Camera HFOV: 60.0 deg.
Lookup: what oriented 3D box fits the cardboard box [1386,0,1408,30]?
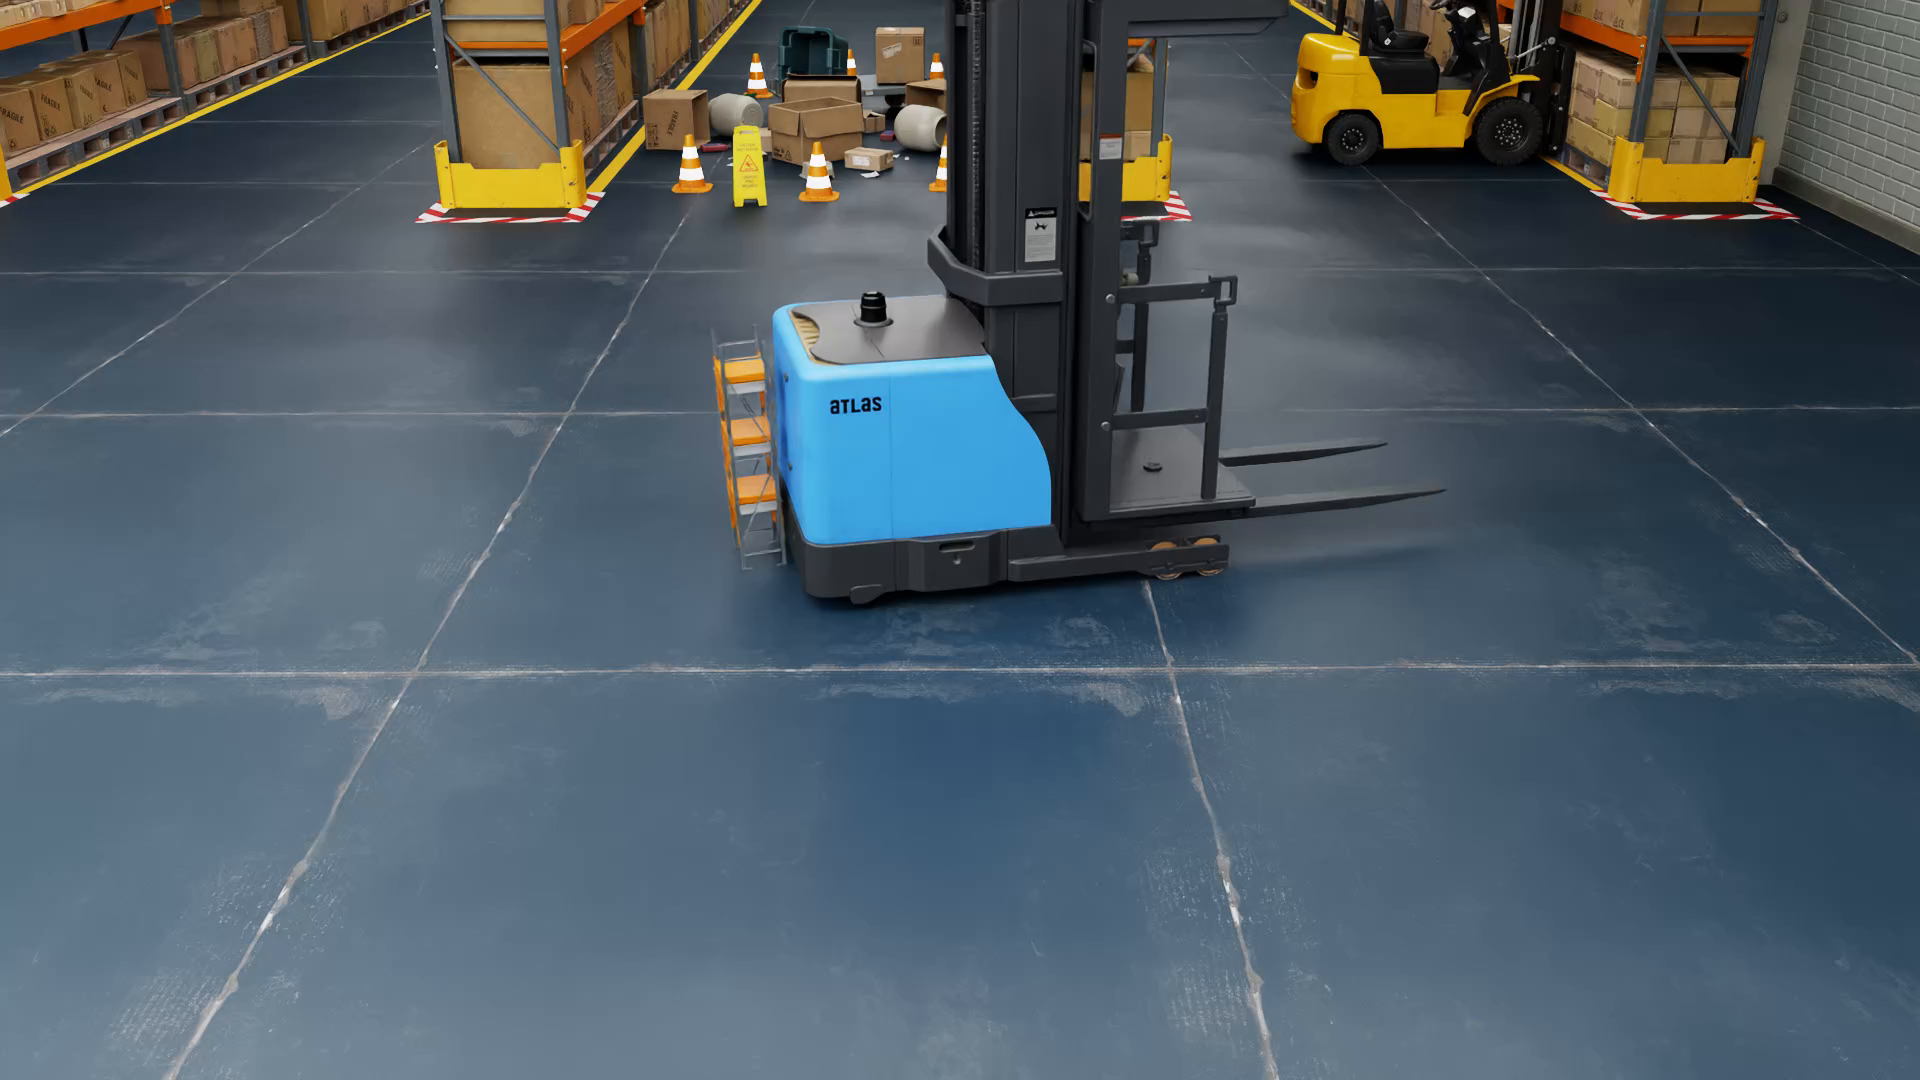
[{"bbox_3d":[5.852,-6.824,21.721,0.500,0.500,0.500,0,24,1],"label":"cardboard box"}]

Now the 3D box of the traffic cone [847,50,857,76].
[{"bbox_3d":[-1.264,-5.390,19.105,0.336,0.463,0.334,0,24,-1],"label":"traffic cone"}]

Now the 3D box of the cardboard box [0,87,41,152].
[{"bbox_3d":[-8.744,-3.789,15.012,0.500,0.500,0.500,6,25,13],"label":"cardboard box"}]

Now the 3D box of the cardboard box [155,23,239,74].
[{"bbox_3d":[-8.735,-5.623,19.042,0.700,0.500,0.500,-2,24,-5],"label":"cardboard box"}]

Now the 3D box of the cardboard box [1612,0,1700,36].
[{"bbox_3d":[5.891,-4.549,14.046,0.500,0.500,0.500,-1,24,-2],"label":"cardboard box"}]

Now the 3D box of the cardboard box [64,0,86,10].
[{"bbox_3d":[-8.459,-5.061,15.606,0.380,0.149,0.250,0,24,-1],"label":"cardboard box"}]

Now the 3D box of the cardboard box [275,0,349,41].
[{"bbox_3d":[-8.788,-7.037,21.739,1.225,0.875,0.875,-1,24,-3],"label":"cardboard box"}]

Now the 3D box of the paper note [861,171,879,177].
[{"bbox_3d":[-0.805,-3.305,15.021,0.148,0.019,0.142,-9,26,-19],"label":"paper note"}]

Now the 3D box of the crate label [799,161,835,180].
[{"bbox_3d":[-1.276,-3.323,14.932,0.250,0.136,0.298,-14,28,-28],"label":"crate label"}]

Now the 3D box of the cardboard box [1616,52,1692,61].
[{"bbox_3d":[6.339,-4.306,15.246,0.500,0.250,0.500,0,24,-1],"label":"cardboard box"}]

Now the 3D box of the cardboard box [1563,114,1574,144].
[{"bbox_3d":[5.846,-3.843,15.435,0.500,0.250,0.500,0,24,0],"label":"cardboard box"}]

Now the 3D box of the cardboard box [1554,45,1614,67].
[{"bbox_3d":[5.817,-4.511,15.698,0.500,0.250,0.500,-1,24,-2],"label":"cardboard box"}]

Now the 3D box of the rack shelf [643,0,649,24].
[{"bbox_3d":[-3.818,-6.358,19.042,1.077,0.370,4.000,0,24,-1],"label":"rack shelf"}]

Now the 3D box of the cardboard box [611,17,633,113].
[{"bbox_3d":[-3.860,-4.826,16.849,0.875,0.875,0.875,0,24,0],"label":"cardboard box"}]

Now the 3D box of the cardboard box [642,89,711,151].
[{"bbox_3d":[-2.753,-4.089,16.182,0.500,0.500,0.500,4,25,9],"label":"cardboard box"}]

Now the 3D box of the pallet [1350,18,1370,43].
[{"bbox_3d":[6.091,-7.137,23.274,1.003,0.211,1.213,0,24,-1],"label":"pallet"}]

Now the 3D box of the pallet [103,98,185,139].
[{"bbox_3d":[-8.715,-4.334,17.077,1.003,0.211,1.213,0,24,-1],"label":"pallet"}]

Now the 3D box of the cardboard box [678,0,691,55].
[{"bbox_3d":[-3.923,-6.425,20.537,1.050,0.750,0.750,-1,24,-1],"label":"cardboard box"}]

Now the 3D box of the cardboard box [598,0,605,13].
[{"bbox_3d":[-3.758,-5.111,15.228,0.875,0.550,0.500,0,24,-1],"label":"cardboard box"}]

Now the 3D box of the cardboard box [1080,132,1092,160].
[{"bbox_3d":[0.918,-3.558,14.804,0.500,0.250,0.500,0,24,-1],"label":"cardboard box"}]

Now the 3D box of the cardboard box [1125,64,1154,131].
[{"bbox_3d":[1.463,-3.901,14.653,0.500,0.500,0.500,-1,24,-2],"label":"cardboard box"}]

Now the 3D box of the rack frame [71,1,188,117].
[{"bbox_3d":[-8.757,-5.881,17.114,1.000,3.000,0.127,0,24,-1],"label":"rack frame"}]

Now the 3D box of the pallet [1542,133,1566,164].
[{"bbox_3d":[6.099,-3.847,16.000,1.003,0.211,1.213,0,24,-1],"label":"pallet"}]

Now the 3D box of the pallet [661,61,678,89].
[{"bbox_3d":[-3.896,-5.413,19.462,1.003,0.211,1.213,0,24,-1],"label":"pallet"}]

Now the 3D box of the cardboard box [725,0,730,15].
[{"bbox_3d":[-3.624,-7.907,24.117,0.500,0.500,0.500,-1,24,-2],"label":"cardboard box"}]

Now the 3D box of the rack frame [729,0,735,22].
[{"bbox_3d":[-3.884,-9.159,24.360,1.000,3.000,0.127,0,24,-1],"label":"rack frame"}]

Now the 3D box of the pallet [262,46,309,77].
[{"bbox_3d":[-8.794,-5.937,20.621,1.003,0.211,1.213,0,24,-1],"label":"pallet"}]

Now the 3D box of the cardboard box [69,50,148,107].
[{"bbox_3d":[-8.793,-4.769,17.178,0.500,0.500,0.500,-1,24,-2],"label":"cardboard box"}]

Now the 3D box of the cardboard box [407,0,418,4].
[{"bbox_3d":[-8.772,-8.673,25.356,0.875,0.875,0.875,0,24,-1],"label":"cardboard box"}]

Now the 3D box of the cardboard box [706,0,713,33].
[{"bbox_3d":[-3.602,-7.062,22.249,0.500,0.500,0.500,0,24,0],"label":"cardboard box"}]

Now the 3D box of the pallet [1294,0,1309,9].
[{"bbox_3d":[6.006,-8.763,26.869,1.003,0.211,1.213,0,24,-1],"label":"pallet"}]

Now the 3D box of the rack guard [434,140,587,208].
[{"bbox_3d":[-3.752,-3.065,13.920,1.175,0.500,0.348,0,24,-1],"label":"rack guard"}]

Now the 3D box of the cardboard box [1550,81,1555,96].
[{"bbox_3d":[5.818,-4.292,15.821,0.500,0.250,0.500,0,24,-1],"label":"cardboard box"}]

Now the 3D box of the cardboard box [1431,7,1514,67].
[{"bbox_3d":[6.088,-5.904,19.535,0.875,0.625,0.625,-1,24,-3],"label":"cardboard box"}]

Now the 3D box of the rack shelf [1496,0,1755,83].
[{"bbox_3d":[6.137,-4.798,15.591,1.077,0.370,4.000,0,24,-1],"label":"rack shelf"}]

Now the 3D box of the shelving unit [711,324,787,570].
[{"bbox_3d":[-0.931,-0.403,7.357,0.215,1.050,0.252,-9,26,-13],"label":"shelving unit"}]

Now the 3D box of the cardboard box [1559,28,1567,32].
[{"bbox_3d":[6.314,-5.142,17.093,0.500,0.250,0.500,0,24,0],"label":"cardboard box"}]

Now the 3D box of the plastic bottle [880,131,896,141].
[{"bbox_3d":[-0.709,-4.047,16.624,0.133,0.061,0.283,4,25,9],"label":"plastic bottle"}]

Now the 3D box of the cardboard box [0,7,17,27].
[{"bbox_3d":[-8.473,-4.546,14.467,0.380,0.149,0.250,0,24,-1],"label":"cardboard box"}]

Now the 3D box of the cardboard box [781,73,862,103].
[{"bbox_3d":[-1.373,-4.300,16.482,0.797,0.637,0.503,0,24,-1],"label":"cardboard box"}]

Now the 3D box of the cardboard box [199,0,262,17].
[{"bbox_3d":[-8.748,-6.438,19.935,0.500,0.250,0.500,2,24,5],"label":"cardboard box"}]

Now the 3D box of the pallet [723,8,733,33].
[{"bbox_3d":[-3.874,-7.567,24.225,1.003,0.211,1.213,0,24,-1],"label":"pallet"}]

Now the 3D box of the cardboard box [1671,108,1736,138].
[{"bbox_3d":[6.362,-3.662,14.428,0.500,0.250,0.500,0,24,0],"label":"cardboard box"}]

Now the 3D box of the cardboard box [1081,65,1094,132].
[{"bbox_3d":[0.926,-3.887,14.621,0.500,0.500,0.500,0,24,0],"label":"cardboard box"}]

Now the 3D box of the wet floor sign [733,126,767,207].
[{"bbox_3d":[-1.773,-3.138,13.905,0.267,0.644,0.232,-4,25,-10],"label":"wet floor sign"}]

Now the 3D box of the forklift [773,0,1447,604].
[{"bbox_3d":[0.718,-1.365,7.211,3.031,2.935,1.130,-5,25,-12],"label":"forklift"}]

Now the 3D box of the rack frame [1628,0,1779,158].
[{"bbox_3d":[6.159,-4.301,13.621,1.000,3.000,0.127,0,24,-1],"label":"rack frame"}]

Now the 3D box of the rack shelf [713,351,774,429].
[{"bbox_3d":[-0.943,-0.651,7.242,0.215,0.259,0.240,-9,26,-13],"label":"rack shelf"}]

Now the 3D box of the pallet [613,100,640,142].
[{"bbox_3d":[-3.866,-4.278,16.952,1.003,0.211,1.213,0,24,-1],"label":"pallet"}]

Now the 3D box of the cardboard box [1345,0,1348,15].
[{"bbox_3d":[5.824,-7.879,24.054,0.500,0.500,0.500,-1,24,-1],"label":"cardboard box"}]
